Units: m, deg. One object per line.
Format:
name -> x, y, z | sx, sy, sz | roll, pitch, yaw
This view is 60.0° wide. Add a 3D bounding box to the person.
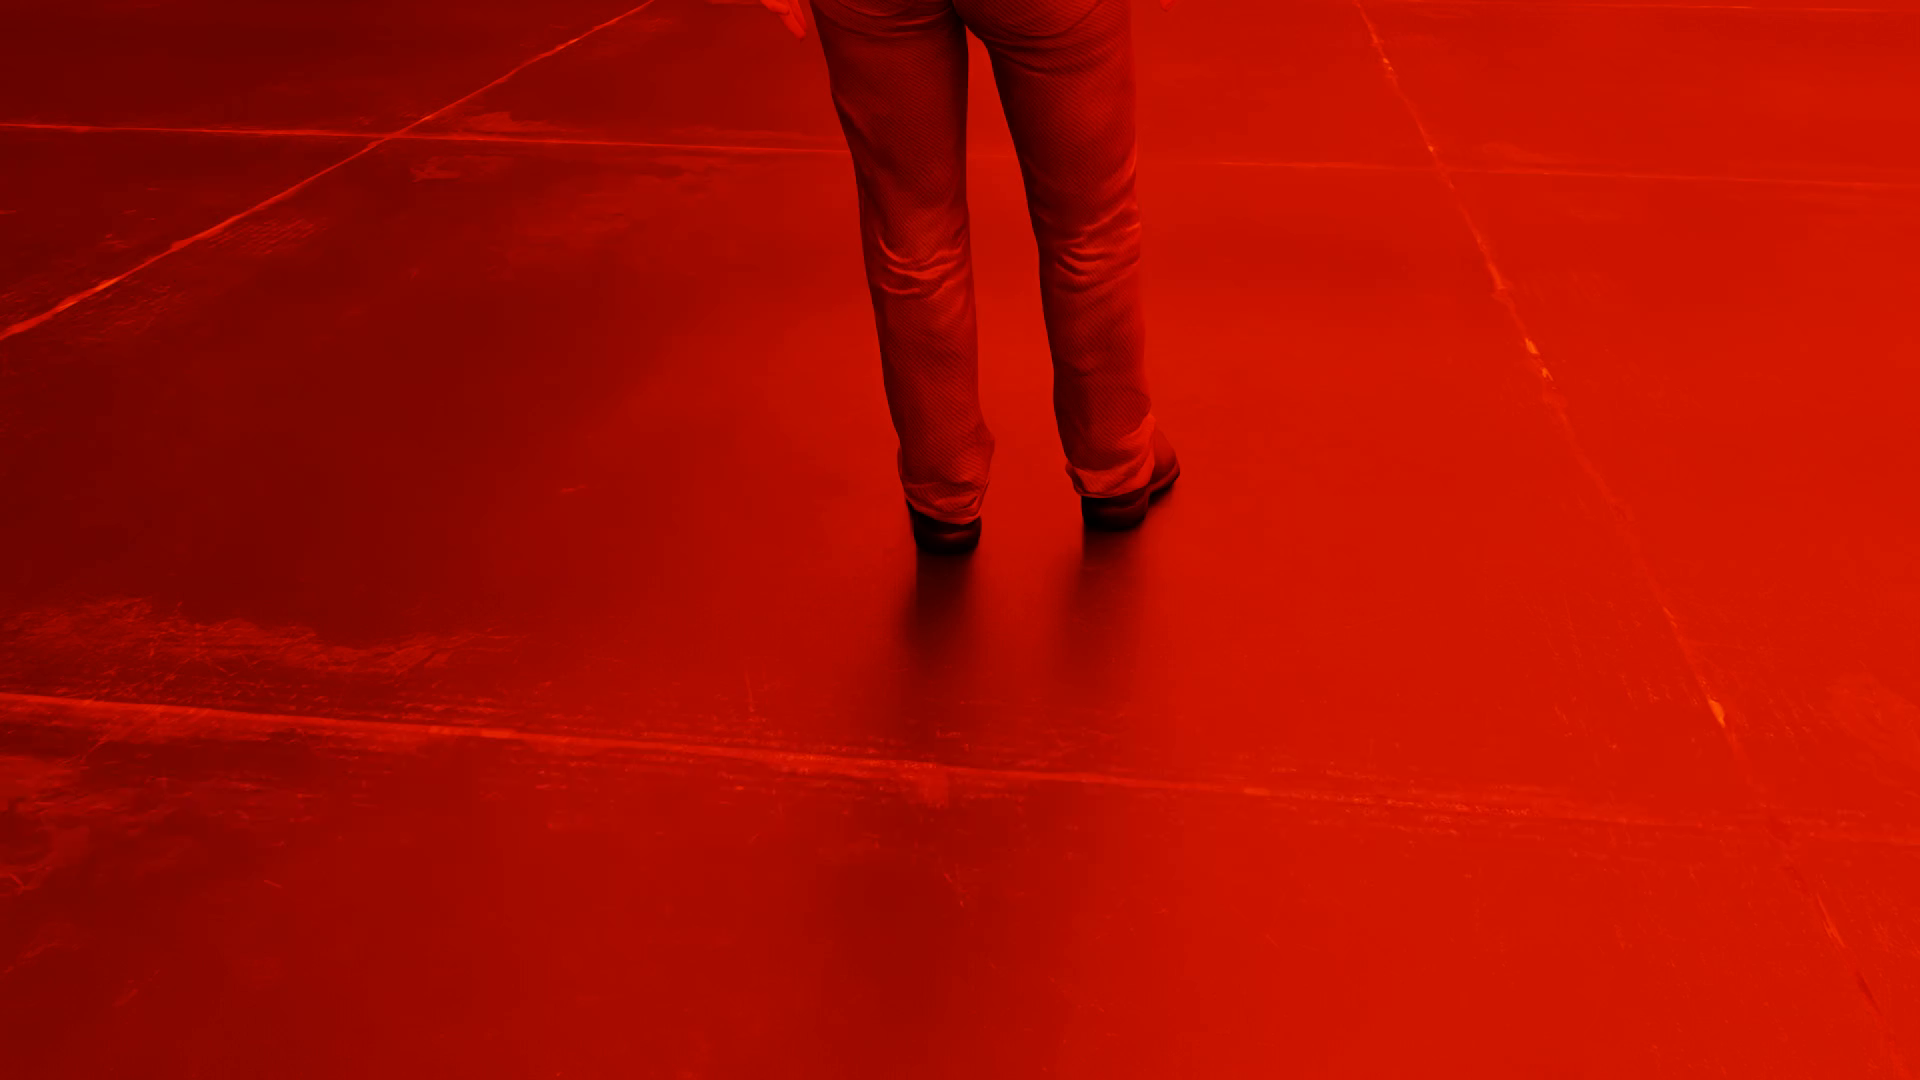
person -> 0.016, -0.804, 2.166 | 0.632, 1.720, 0.568 | 3, 27, 7
